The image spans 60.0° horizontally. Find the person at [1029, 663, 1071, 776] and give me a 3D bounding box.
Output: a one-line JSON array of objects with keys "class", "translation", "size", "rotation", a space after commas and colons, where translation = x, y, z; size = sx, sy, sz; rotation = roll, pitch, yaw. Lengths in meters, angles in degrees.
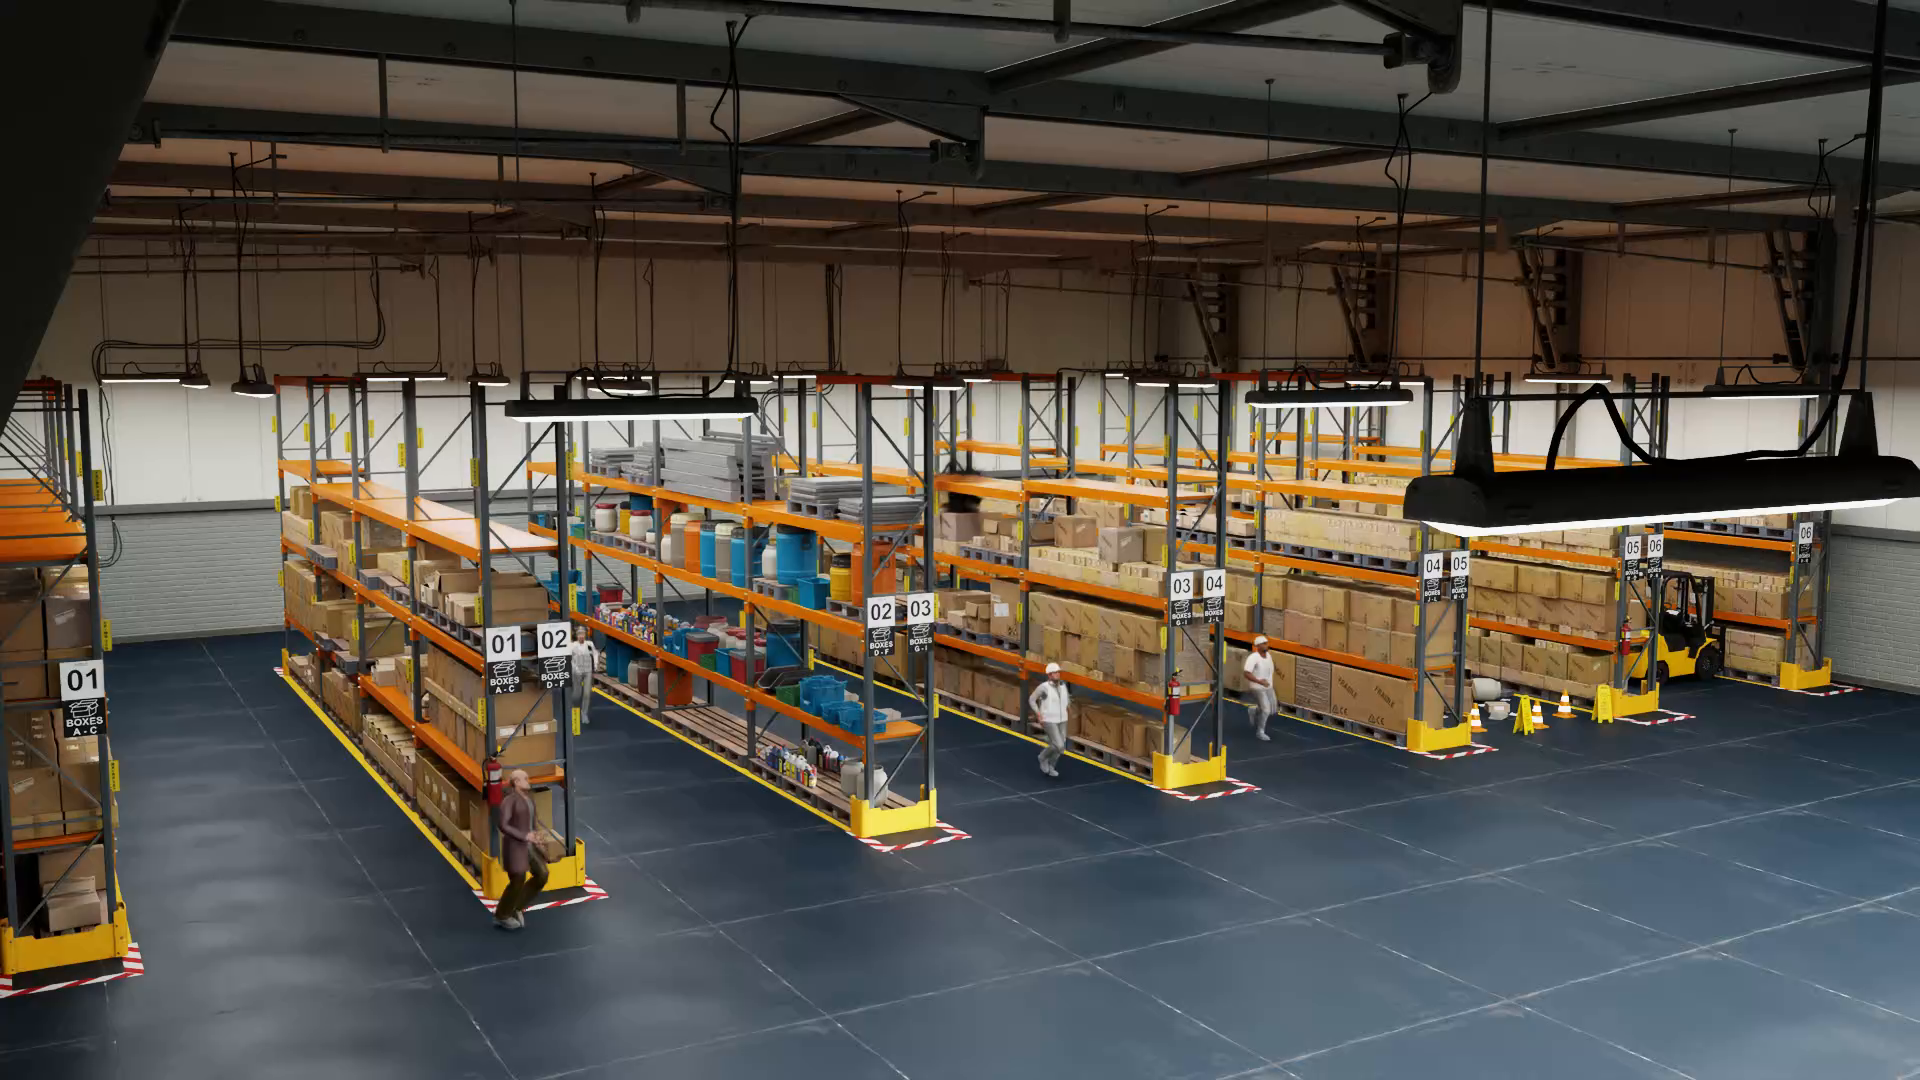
[{"class": "person", "translation": [1.442, 2.723, 25.072], "size": [0.644, 1.730, 0.591], "rotation": [-4, 8, -35]}]

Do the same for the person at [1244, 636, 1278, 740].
[{"class": "person", "translation": [5.008, 2.451, 27.740], "size": [0.736, 1.726, 0.613], "rotation": [-6, 9, -44]}]

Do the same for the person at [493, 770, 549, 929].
[{"class": "person", "translation": [-4.879, 3.435, 18.571], "size": [0.631, 1.736, 0.764], "rotation": [2, 6, 15]}]

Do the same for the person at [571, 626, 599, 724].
[{"class": "person", "translation": [-6.627, 2.326, 29.154], "size": [0.624, 1.694, 0.769], "rotation": [-3, 7, -25]}]
